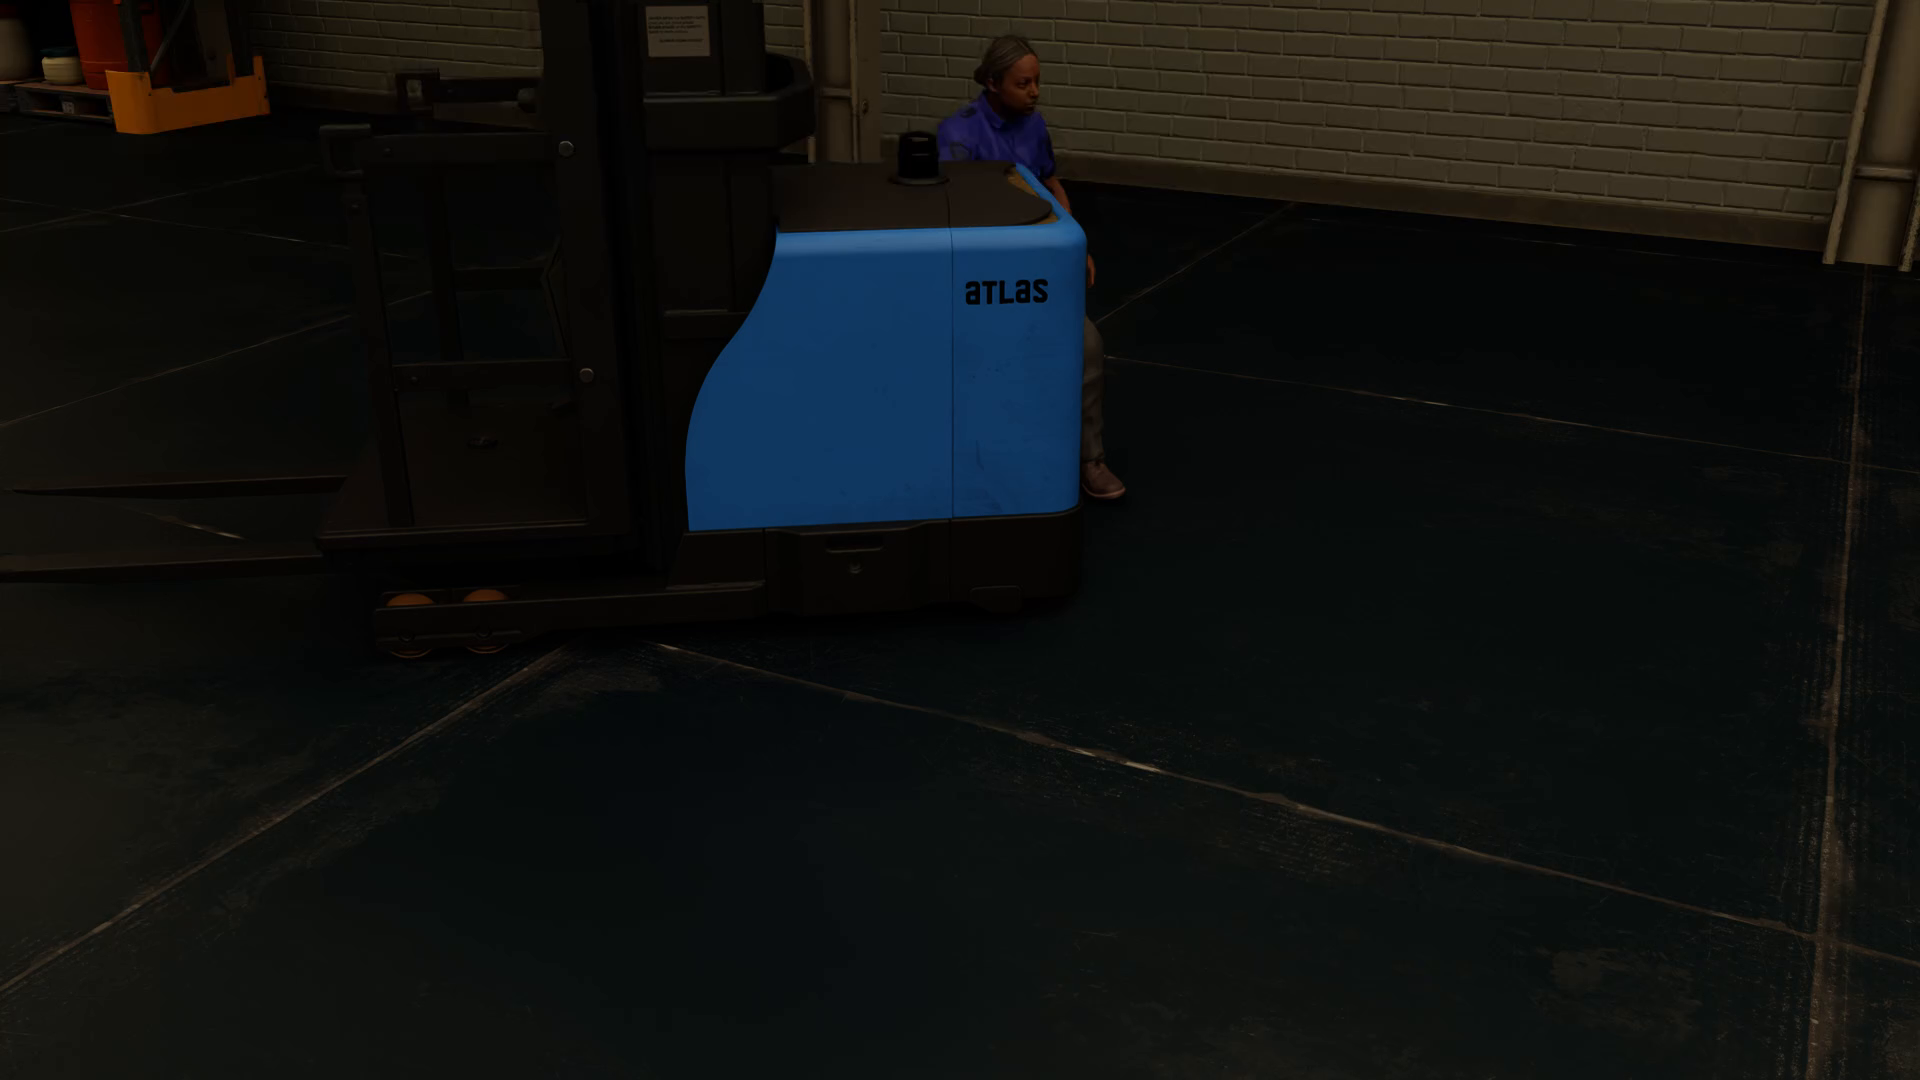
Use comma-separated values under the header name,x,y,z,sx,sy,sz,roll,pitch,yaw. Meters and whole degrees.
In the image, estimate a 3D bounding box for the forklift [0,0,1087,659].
name,x,y,z,sx,sy,sz,roll,pitch,yaw
forklift,-1.221,-1.260,4.282,3.031,2.935,1.130,-3,23,-7

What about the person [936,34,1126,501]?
name,x,y,z,sx,sy,sz,roll,pitch,yaw
person,0.271,-0.857,5.366,0.800,1.464,0.720,19,29,37
